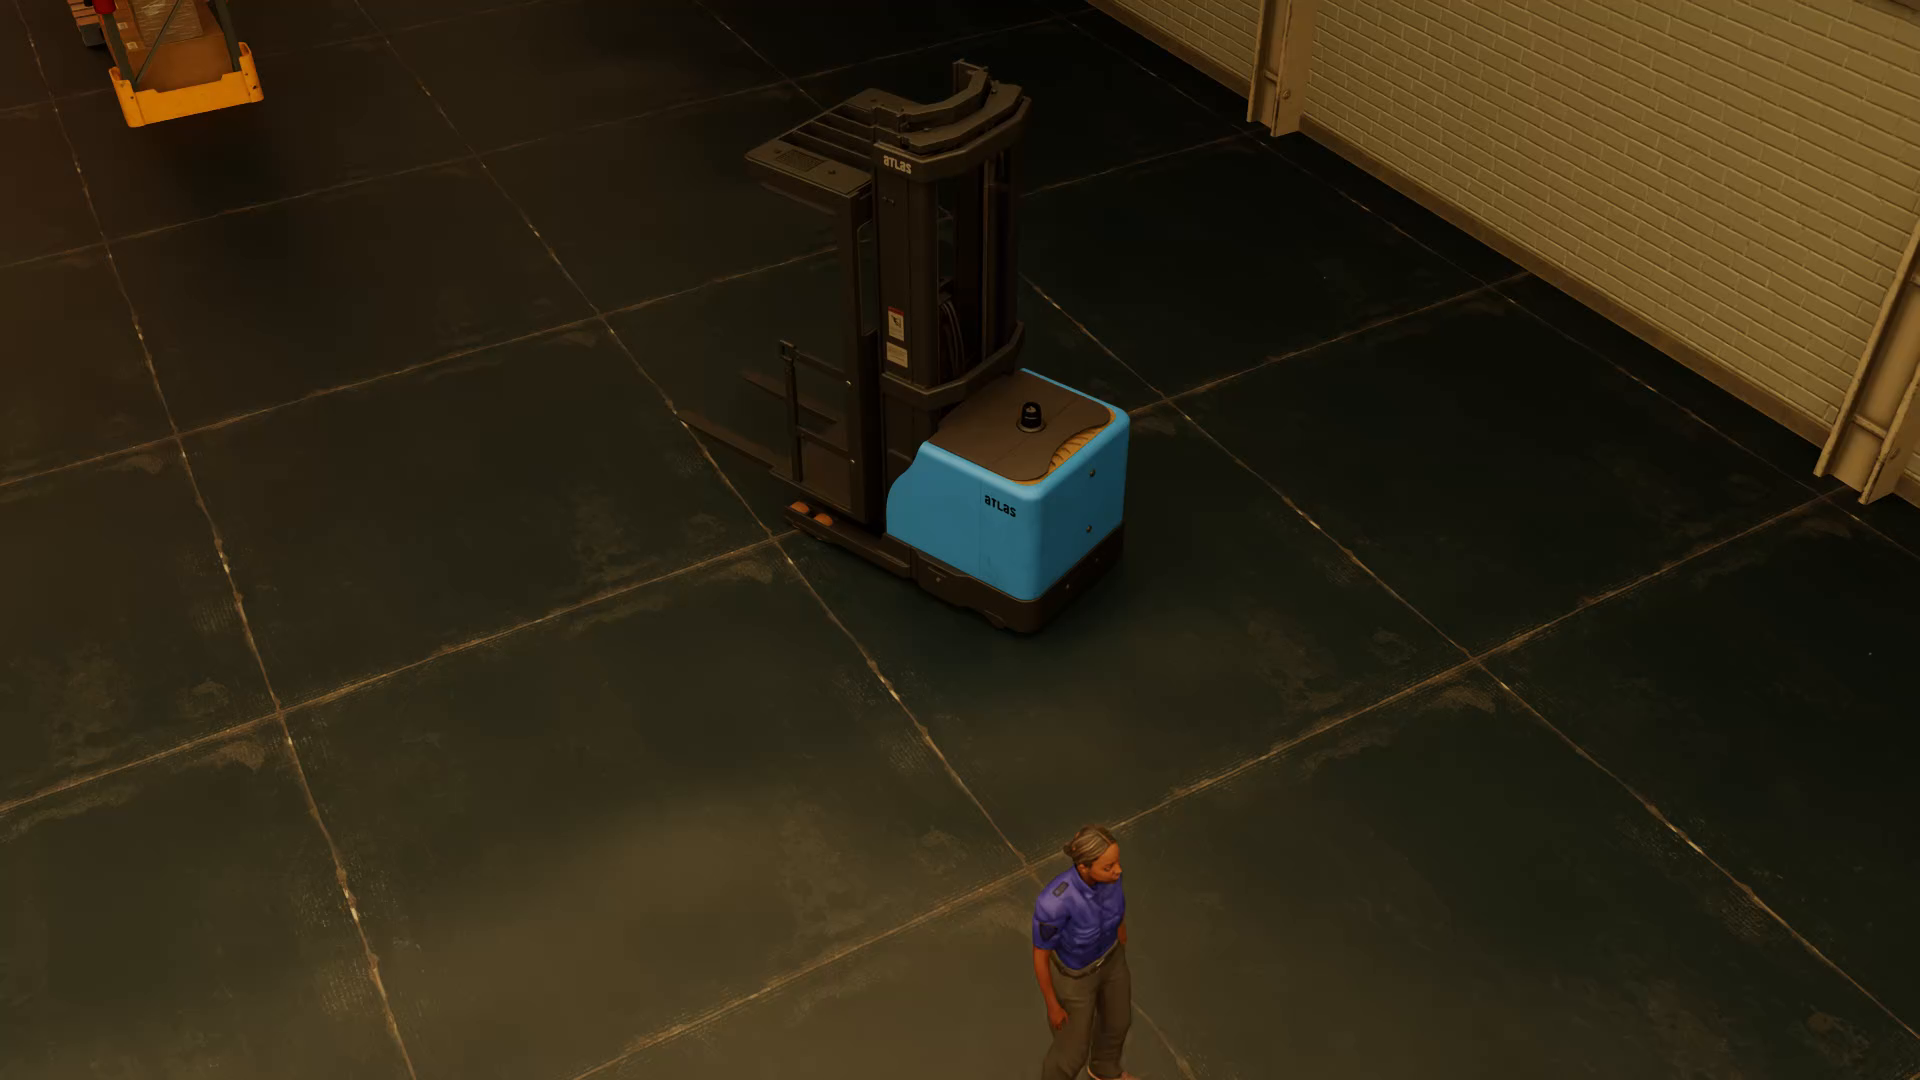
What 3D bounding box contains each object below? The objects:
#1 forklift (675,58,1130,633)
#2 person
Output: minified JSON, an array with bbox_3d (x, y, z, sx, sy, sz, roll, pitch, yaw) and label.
[{"bbox_3d":[-0.481,-1.366,9.683,3.031,2.935,1.130,26,46,28],"label":"forklift"},{"bbox_3d":[0.558,1.819,6.864,0.532,1.678,0.434,-32,49,-32],"label":"person"}]
